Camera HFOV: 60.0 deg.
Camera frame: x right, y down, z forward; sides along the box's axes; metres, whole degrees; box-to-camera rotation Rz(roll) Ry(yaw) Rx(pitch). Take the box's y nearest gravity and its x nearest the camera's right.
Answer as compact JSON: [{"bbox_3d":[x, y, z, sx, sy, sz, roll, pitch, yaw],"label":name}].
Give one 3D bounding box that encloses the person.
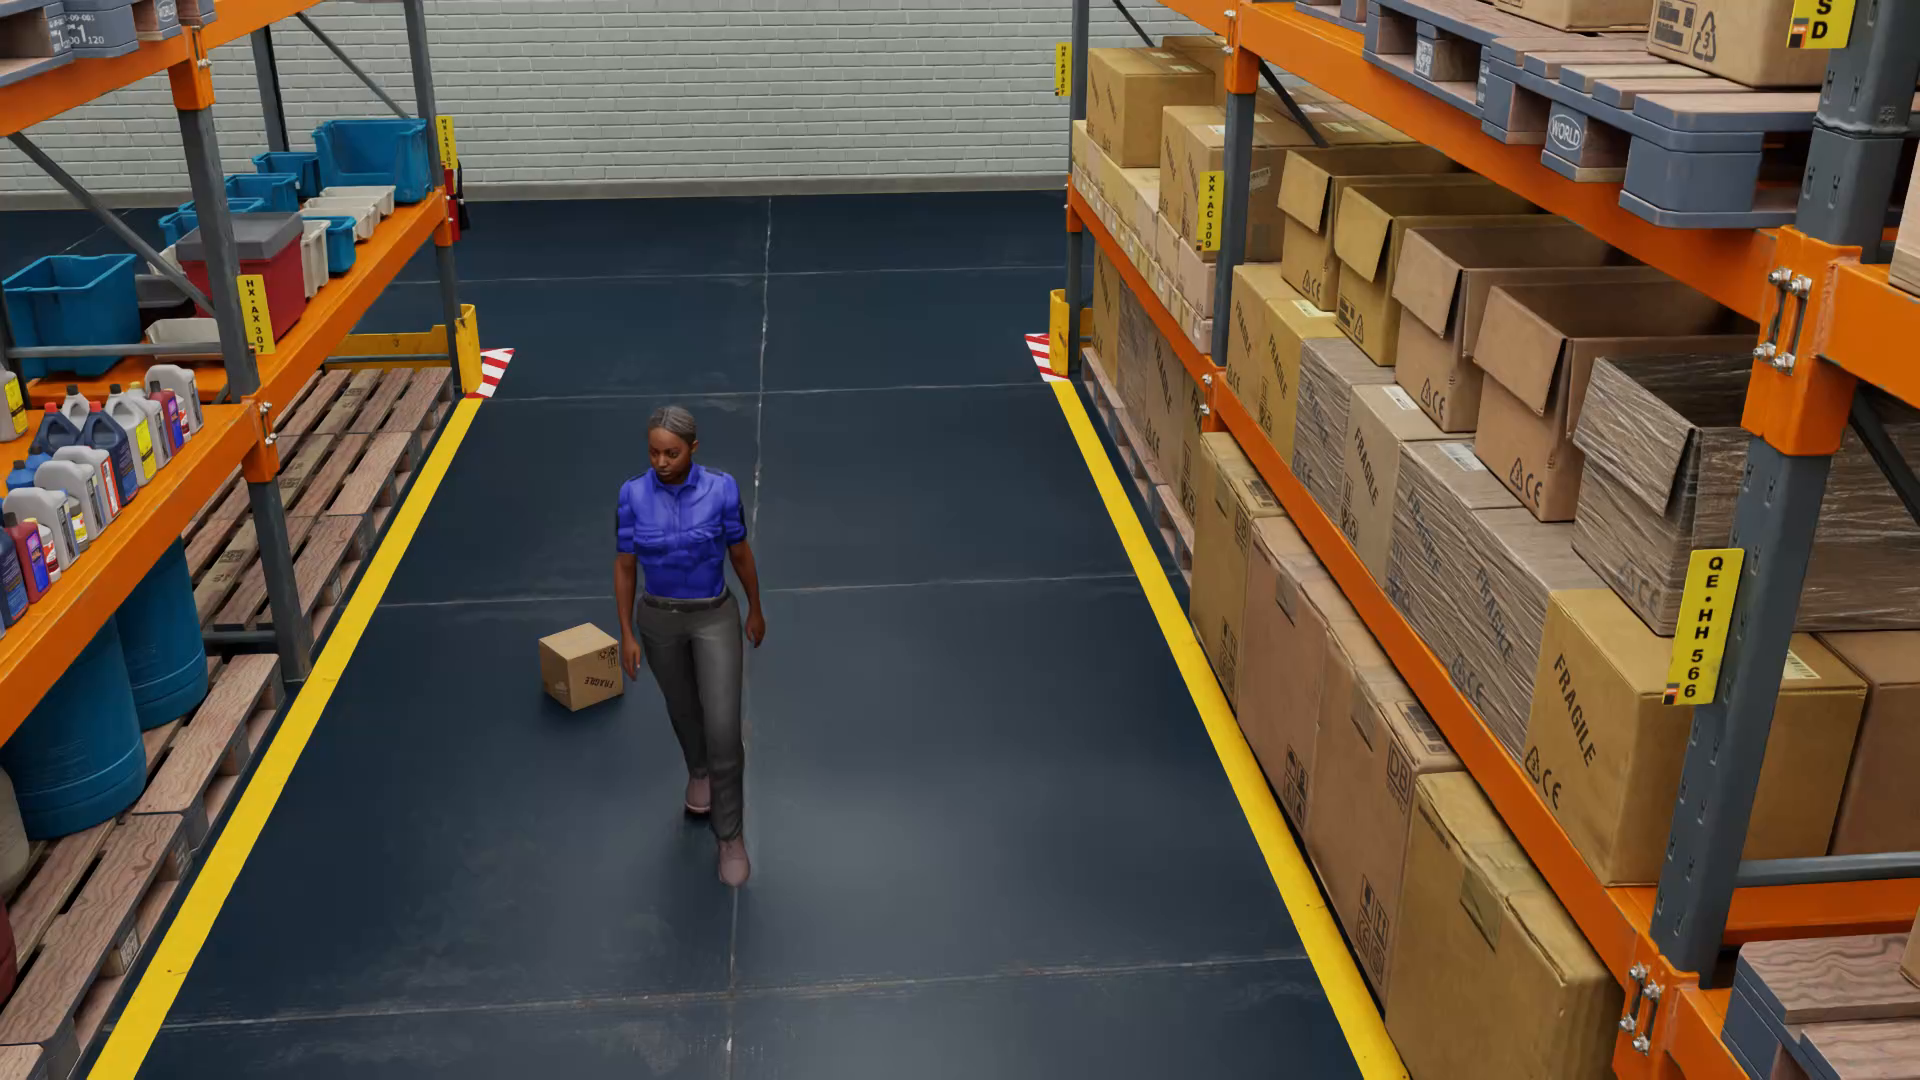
[{"bbox_3d":[-0.957,0.338,5.865,0.494,1.693,0.698,0,24,1],"label":"person"}]
